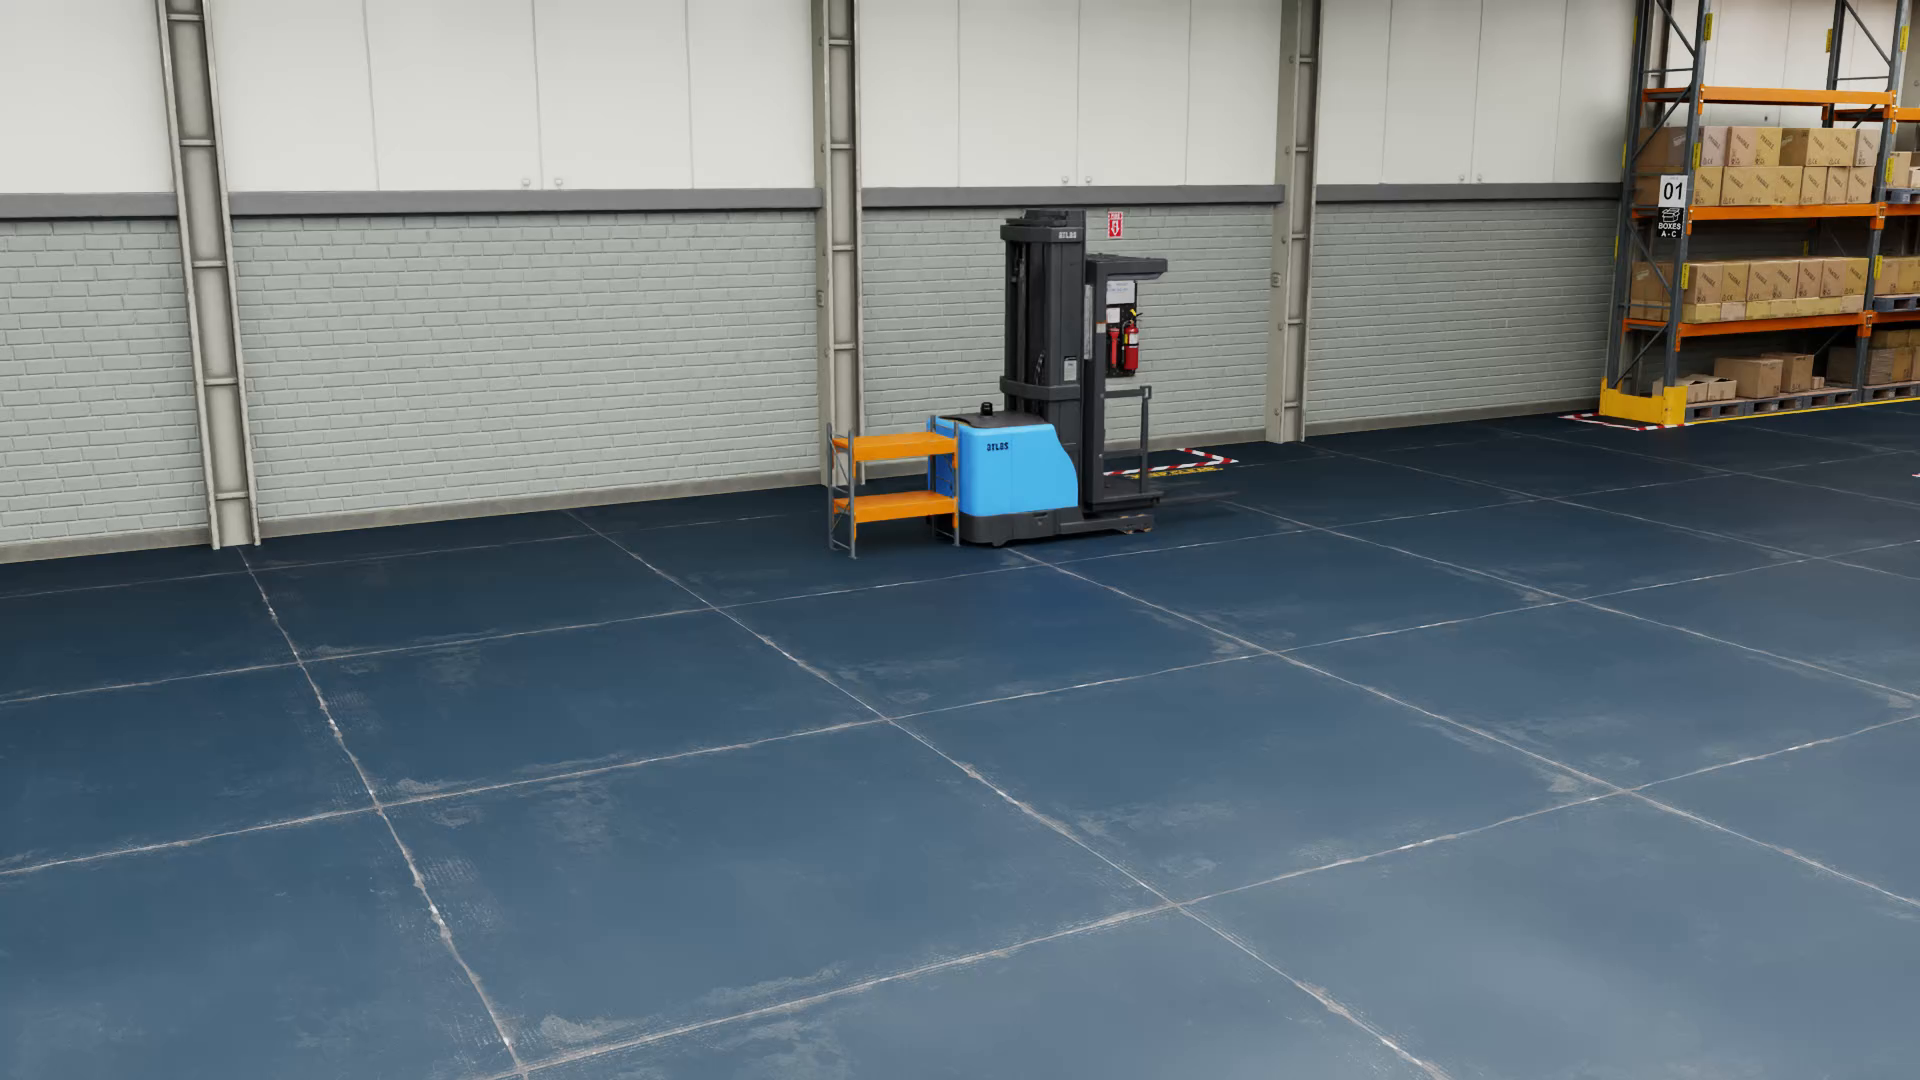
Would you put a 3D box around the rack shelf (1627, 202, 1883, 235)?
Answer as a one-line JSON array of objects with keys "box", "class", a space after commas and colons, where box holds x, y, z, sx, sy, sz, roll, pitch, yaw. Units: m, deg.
[{"box": [10.834, -4.407, 22.666, 4.000, 0.370, 1.077, -7, 14, -28], "class": "rack shelf"}]

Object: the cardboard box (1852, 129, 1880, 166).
[{"box": [12.279, -5.410, 22.933, 0.500, 0.500, 0.500, -8, 15, -33], "class": "cardboard box"}]

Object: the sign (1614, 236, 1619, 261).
[{"box": [8.830, -3.912, 22.304, 0.005, 0.325, 0.100, -7, 14, -28], "class": "sign"}]

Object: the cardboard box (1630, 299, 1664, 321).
[{"box": [9.396, -3.107, 22.380, 0.500, 0.250, 0.500, -7, 14, -27], "class": "cardboard box"}]

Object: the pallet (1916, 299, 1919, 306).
[{"box": [14.382, -3.616, 24.782, 1.213, 0.211, 1.003, -7, 14, -28], "class": "pallet"}]

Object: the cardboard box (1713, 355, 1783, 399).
[{"box": [10.897, -2.262, 23.021, 0.500, 0.500, 0.700, -8, 15, -31], "class": "cardboard box"}]

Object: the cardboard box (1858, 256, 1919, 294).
[{"box": [13.546, -3.873, 24.256, 0.500, 0.500, 0.700, -5, 14, -22], "class": "cardboard box"}]

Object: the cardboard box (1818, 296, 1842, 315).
[{"box": [11.877, -3.282, 23.159, 0.500, 0.250, 0.500, -7, 14, -28], "class": "cardboard box"}]

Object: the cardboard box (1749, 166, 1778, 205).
[{"box": [10.434, -4.698, 22.048, 0.500, 0.500, 0.500, -6, 14, -25], "class": "cardboard box"}]

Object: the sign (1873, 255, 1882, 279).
[{"box": [12.856, -3.824, 23.295, 0.005, 0.325, 0.100, -7, 14, -28], "class": "sign"}]

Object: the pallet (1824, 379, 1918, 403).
[{"box": [13.272, -2.227, 24.523, 1.213, 0.211, 1.003, -7, 14, -28], "class": "pallet"}]

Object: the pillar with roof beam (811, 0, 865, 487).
[{"box": [0.808, -4.159, 13.095, 0.400, 9.000, 9.100, -7, 14, -28], "class": "pillar with roof beam"}]

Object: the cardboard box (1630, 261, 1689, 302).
[{"box": [9.390, -3.477, 22.316, 0.500, 0.500, 0.500, -7, 14, -28], "class": "cardboard box"}]

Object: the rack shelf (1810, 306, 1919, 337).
[{"box": [14.345, -3.364, 24.865, 4.000, 0.370, 1.077, -7, 14, -28], "class": "rack shelf"}]

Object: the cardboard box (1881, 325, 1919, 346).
[{"box": [14.067, -3.049, 24.809, 0.500, 0.250, 0.500, -7, 15, -29], "class": "cardboard box"}]

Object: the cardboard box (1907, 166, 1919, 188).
[{"box": [13.648, -5.237, 23.961, 0.500, 0.311, 0.500, -6, 14, -26], "class": "cardboard box"}]

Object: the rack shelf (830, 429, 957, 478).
[{"box": [-0.586, -0.767, 14.623, 1.000, 0.278, 0.538, -7, 14, -27], "class": "rack shelf"}]

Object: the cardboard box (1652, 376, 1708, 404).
[{"box": [9.729, -2.042, 22.475, 0.500, 0.311, 0.500, -9, 15, -34], "class": "cardboard box"}]

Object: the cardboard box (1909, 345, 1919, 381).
[{"box": [14.124, -2.691, 24.924, 0.500, 0.500, 0.700, -7, 14, -27], "class": "cardboard box"}]

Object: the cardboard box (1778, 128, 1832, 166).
[{"box": [11.350, -5.293, 22.414, 0.500, 0.500, 0.500, -7, 15, -30], "class": "cardboard box"}]

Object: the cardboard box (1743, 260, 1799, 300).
[{"box": [10.984, -3.539, 22.589, 0.500, 0.500, 0.500, -6, 14, -26], "class": "cardboard box"}]

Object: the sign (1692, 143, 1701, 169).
[{"box": [9.338, -4.869, 21.092, 0.005, 0.325, 0.100, -7, 14, -28], "class": "sign"}]

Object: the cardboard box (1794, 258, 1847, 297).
[{"box": [11.887, -3.644, 23.059, 0.500, 0.500, 0.500, -7, 14, -28], "class": "cardboard box"}]

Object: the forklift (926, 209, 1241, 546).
[{"box": [1.230, -1.579, 15.452, 3.031, 2.935, 1.130, -7, 14, -27], "class": "forklift"}]

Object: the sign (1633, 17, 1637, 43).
[{"box": [8.830, -6.653, 21.688, 0.005, 0.325, 0.100, -7, 14, -28], "class": "sign"}]

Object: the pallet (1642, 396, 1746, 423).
[{"box": [9.875, -1.810, 22.673, 1.213, 0.211, 1.003, -7, 14, -28], "class": "pallet"}]

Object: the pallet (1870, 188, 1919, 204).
[{"box": [13.182, -4.921, 23.740, 1.003, 0.211, 1.213, -7, 14, -28], "class": "pallet"}]

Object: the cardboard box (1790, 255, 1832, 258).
[{"box": [12.077, -3.798, 23.743, 0.500, 0.500, 0.500, -7, 15, -29], "class": "cardboard box"}]

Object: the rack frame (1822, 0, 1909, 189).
[{"box": [12.589, -6.432, 23.193, 0.127, 3.000, 1.000, -7, 14, -28], "class": "rack frame"}]

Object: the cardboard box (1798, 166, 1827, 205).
[{"box": [11.346, -4.810, 22.544, 0.500, 0.500, 0.500, -7, 15, -30], "class": "cardboard box"}]

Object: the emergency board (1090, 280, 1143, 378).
[{"box": [1.824, -2.441, 19.122, 0.643, 1.169, 0.194, -7, 14, -28], "class": "emergency board"}]

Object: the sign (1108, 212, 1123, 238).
[{"box": [1.770, -3.590, 18.949, 0.199, 0.298, 0.001, -7, 14, -28], "class": "sign"}]

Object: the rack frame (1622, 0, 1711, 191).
[{"box": [9.078, -6.011, 21.323, 0.127, 3.000, 1.000, -7, 14, -28], "class": "rack frame"}]

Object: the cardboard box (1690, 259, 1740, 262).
[{"box": [10.288, -3.583, 22.788, 0.500, 0.500, 0.500, -7, 15, -29], "class": "cardboard box"}]

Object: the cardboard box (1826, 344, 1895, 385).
[{"box": [13.227, -2.581, 24.436, 0.500, 0.500, 0.700, -6, 14, -26], "class": "cardboard box"}]

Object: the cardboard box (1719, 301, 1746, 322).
[{"box": [10.108, -3.068, 22.207, 0.500, 0.250, 0.500, -7, 15, -30], "class": "cardboard box"}]

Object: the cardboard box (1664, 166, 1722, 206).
[{"box": [9.492, -4.593, 21.581, 0.500, 0.500, 0.500, -6, 14, -26], "class": "cardboard box"}]

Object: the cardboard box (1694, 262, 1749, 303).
[{"box": [10.080, -3.429, 22.102, 0.500, 0.500, 0.500, -7, 14, -28], "class": "cardboard box"}]

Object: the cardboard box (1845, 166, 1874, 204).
[{"box": [12.262, -4.926, 23.060, 0.500, 0.500, 0.500, -6, 14, -26], "class": "cardboard box"}]

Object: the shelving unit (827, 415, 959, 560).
[{"box": [-0.586, -0.482, 14.687, 1.048, 1.125, 0.538, -7, 14, -27], "class": "shelving unit"}]

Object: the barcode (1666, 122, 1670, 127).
[{"box": [9.462, -5.548, 22.226, 0.075, 0.075, 0.001, -7, 14, -28], "class": "barcode"}]

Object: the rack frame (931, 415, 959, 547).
[{"box": [-0.136, -0.534, 14.918, 0.032, 1.125, 0.500, -7, 14, -27], "class": "rack frame"}]

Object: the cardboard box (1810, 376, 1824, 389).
[{"box": [12.134, -2.275, 23.838, 0.250, 0.166, 0.380, -9, 16, -35], "class": "cardboard box"}]

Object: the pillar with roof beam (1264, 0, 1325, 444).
[{"box": [6.075, -4.790, 15.900, 0.400, 9.000, 9.100, -7, 14, -28], "class": "pillar with roof beam"}]

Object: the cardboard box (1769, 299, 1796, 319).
[{"box": [11.002, -3.173, 22.674, 0.500, 0.250, 0.500, -7, 14, -27], "class": "cardboard box"}]

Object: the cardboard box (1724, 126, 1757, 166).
[{"box": [9.997, -5.131, 21.693, 0.500, 0.500, 0.500, -7, 14, -29], "class": "cardboard box"}]

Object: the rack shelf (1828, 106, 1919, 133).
[{"box": [14.345, -6.096, 24.251, 4.000, 0.370, 1.077, -7, 14, -28], "class": "rack shelf"}]

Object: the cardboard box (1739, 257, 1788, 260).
[{"box": [11.181, -3.693, 23.276, 0.500, 0.500, 0.500, -6, 14, -26], "class": "cardboard box"}]

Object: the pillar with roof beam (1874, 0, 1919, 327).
[{"box": [16.607, -6.053, 21.509, 0.400, 9.000, 9.100, -7, 14, -28], "class": "pillar with roof beam"}]

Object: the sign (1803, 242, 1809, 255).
[{"box": [12.320, -4.176, 24.198, 0.005, 0.325, 0.100, -7, 14, -28], "class": "sign"}]

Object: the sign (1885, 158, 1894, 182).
[{"box": [12.856, -5.117, 23.004, 0.005, 0.325, 0.100, -7, 14, -28], "class": "sign"}]
